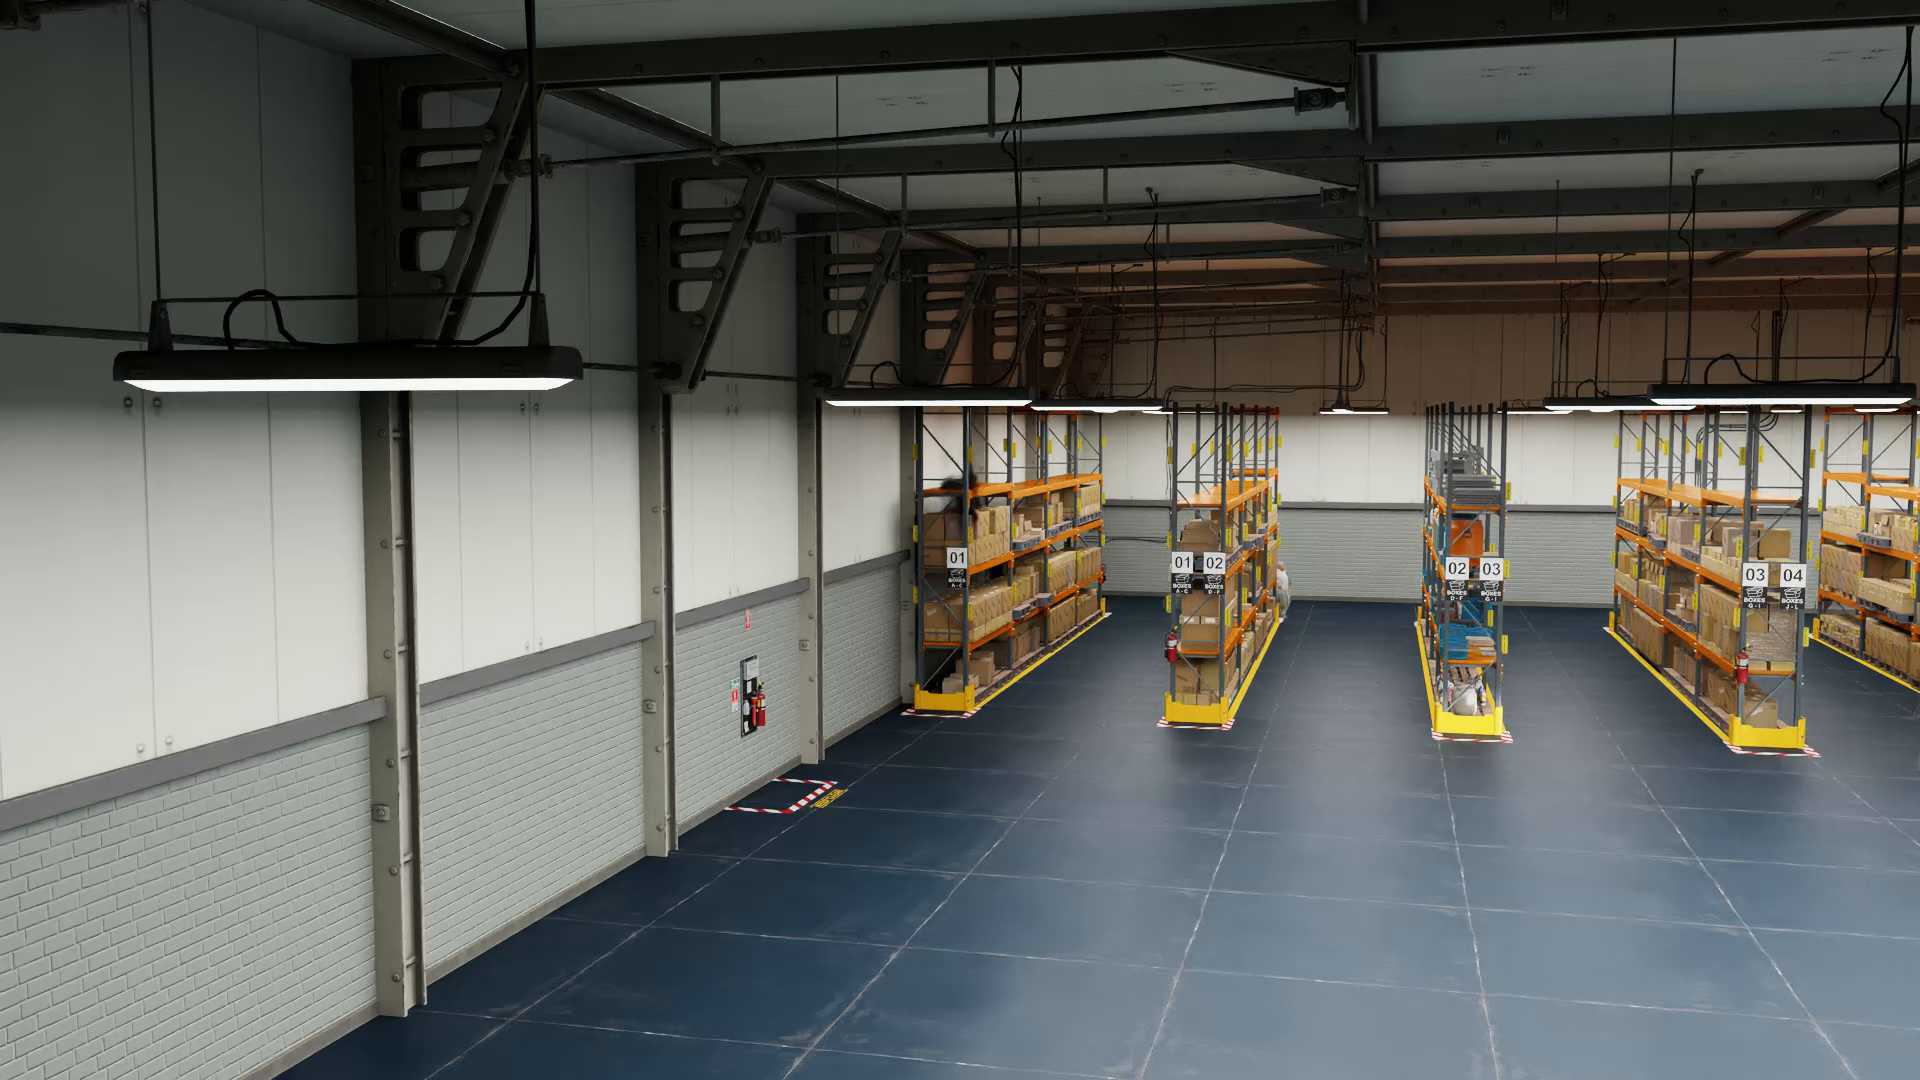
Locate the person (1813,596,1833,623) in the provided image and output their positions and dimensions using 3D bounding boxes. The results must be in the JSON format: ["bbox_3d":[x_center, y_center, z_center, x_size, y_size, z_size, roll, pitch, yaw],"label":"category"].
[{"bbox_3d":[23.034,1.633,44.197,0.576,1.680,0.695,1,4,9],"label":"person"}]

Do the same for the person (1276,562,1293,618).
[{"bbox_3d":[9.183,1.424,47.506,0.626,1.623,0.591,-4,6,-42],"label":"person"}]
